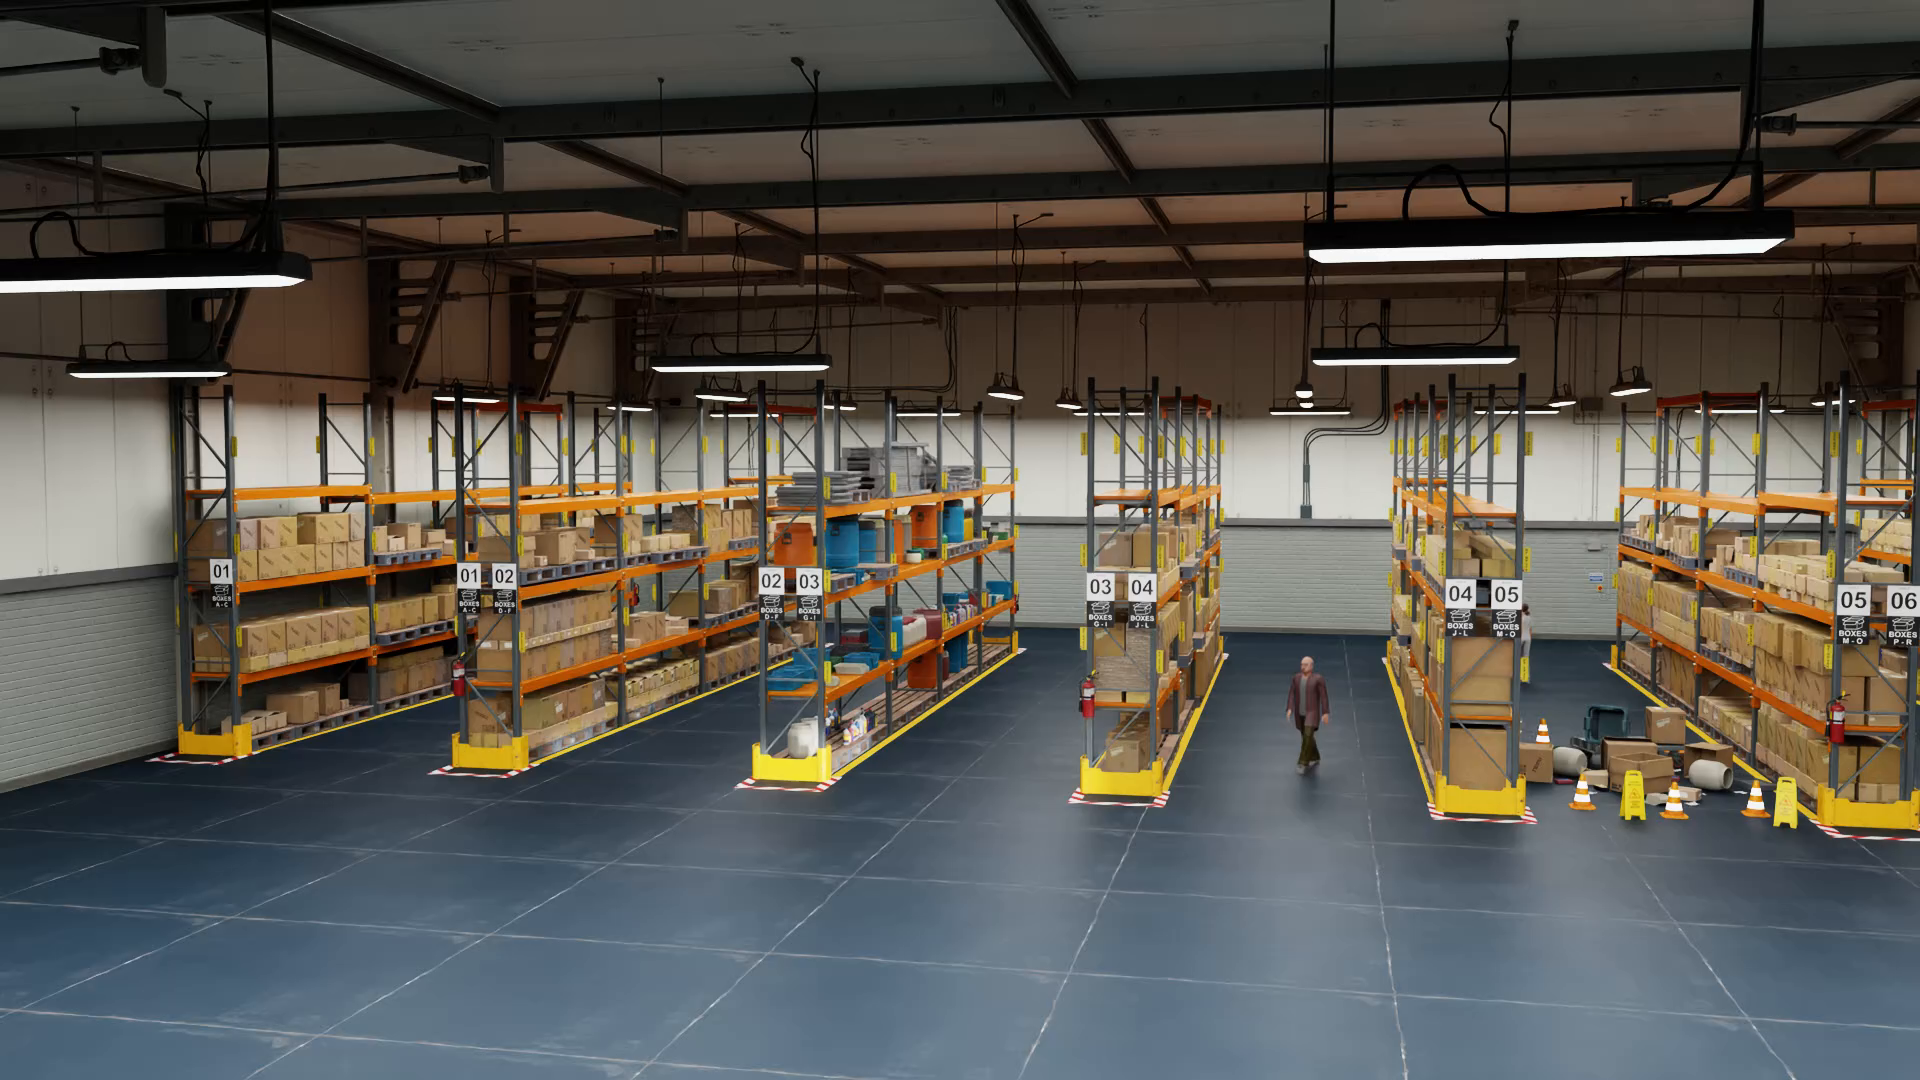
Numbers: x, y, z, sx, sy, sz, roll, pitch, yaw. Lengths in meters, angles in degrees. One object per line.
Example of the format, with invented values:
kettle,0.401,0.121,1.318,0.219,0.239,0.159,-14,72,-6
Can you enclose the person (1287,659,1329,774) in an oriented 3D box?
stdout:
person,5.316,2.690,25.595,1.096,1.723,0.619,-2,4,-27

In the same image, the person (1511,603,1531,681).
person,12.022,2.181,35.570,0.428,1.672,0.681,-1,3,-18
